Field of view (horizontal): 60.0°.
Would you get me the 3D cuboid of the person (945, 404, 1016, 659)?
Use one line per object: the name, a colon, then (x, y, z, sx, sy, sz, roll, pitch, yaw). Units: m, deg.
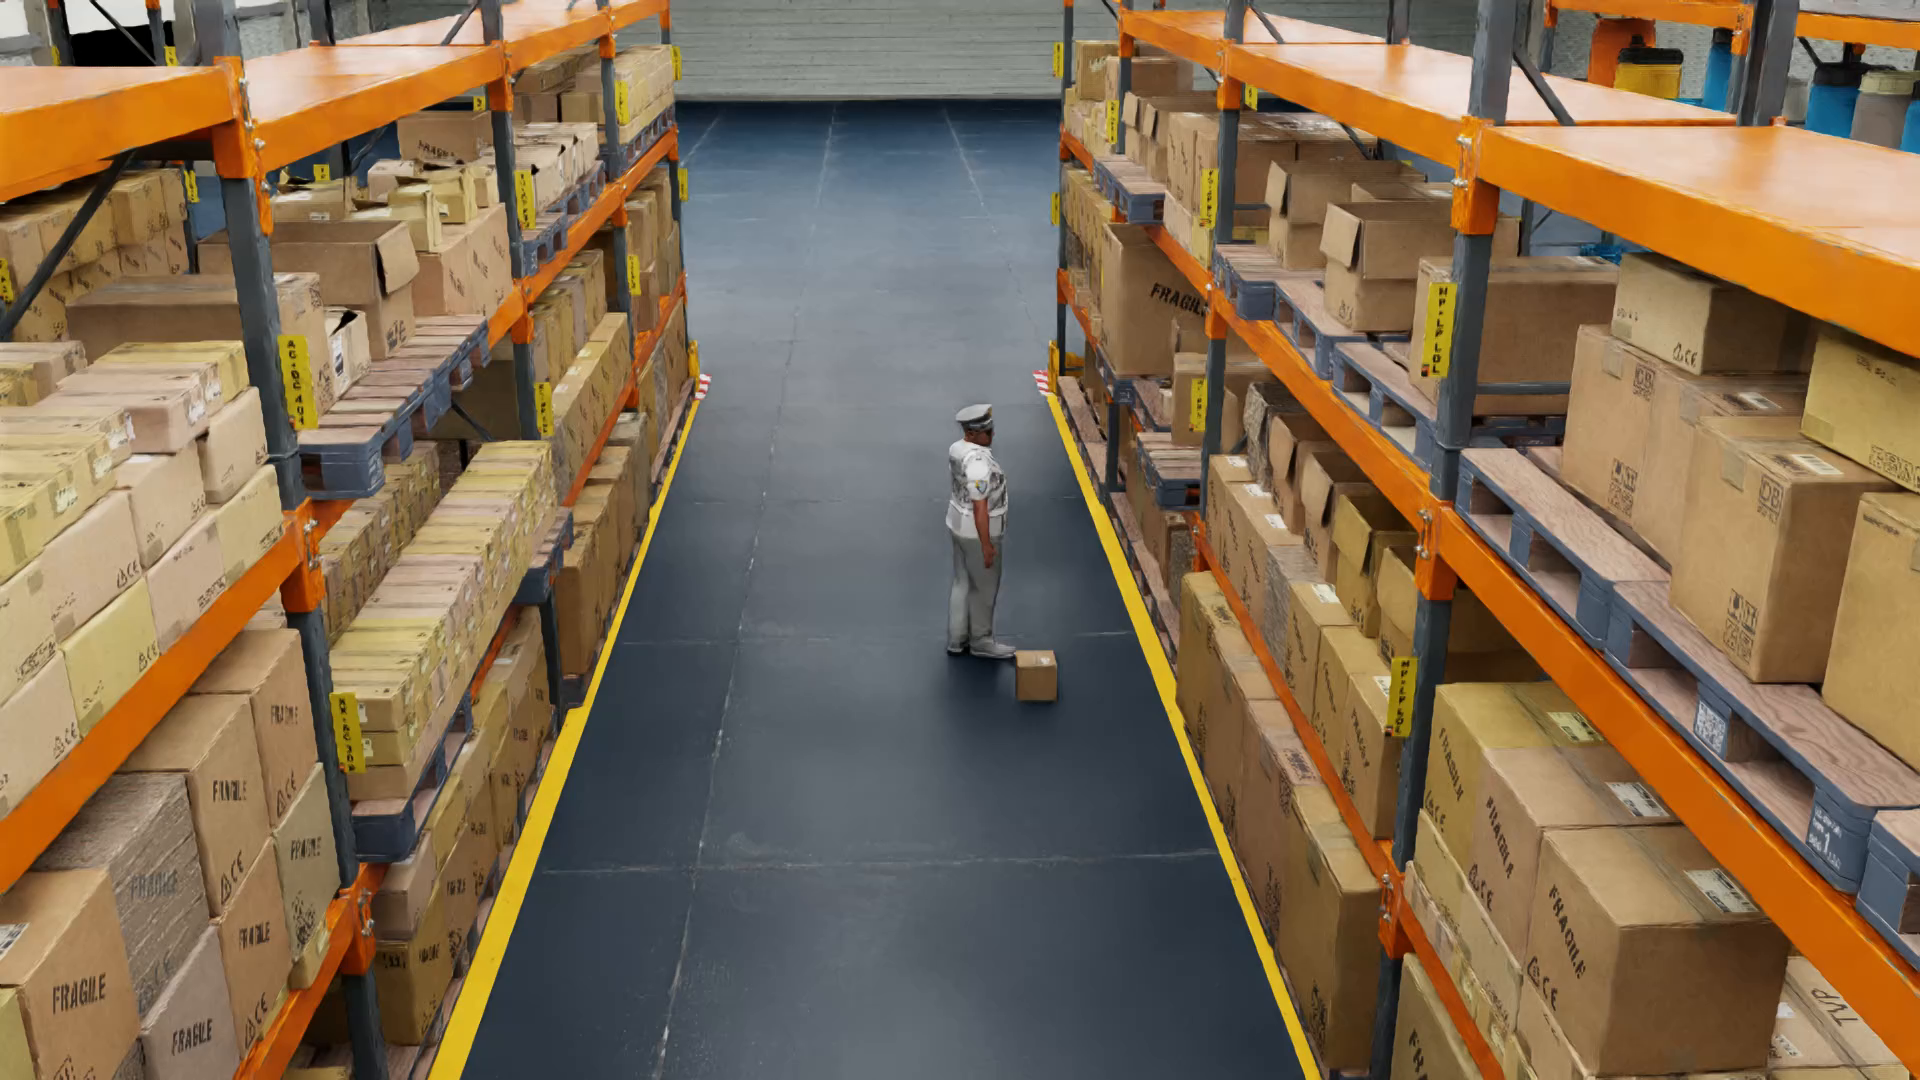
person: (0.121, -0.068, 11.205, 0.441, 1.765, 0.580, -8, 22, -21)
